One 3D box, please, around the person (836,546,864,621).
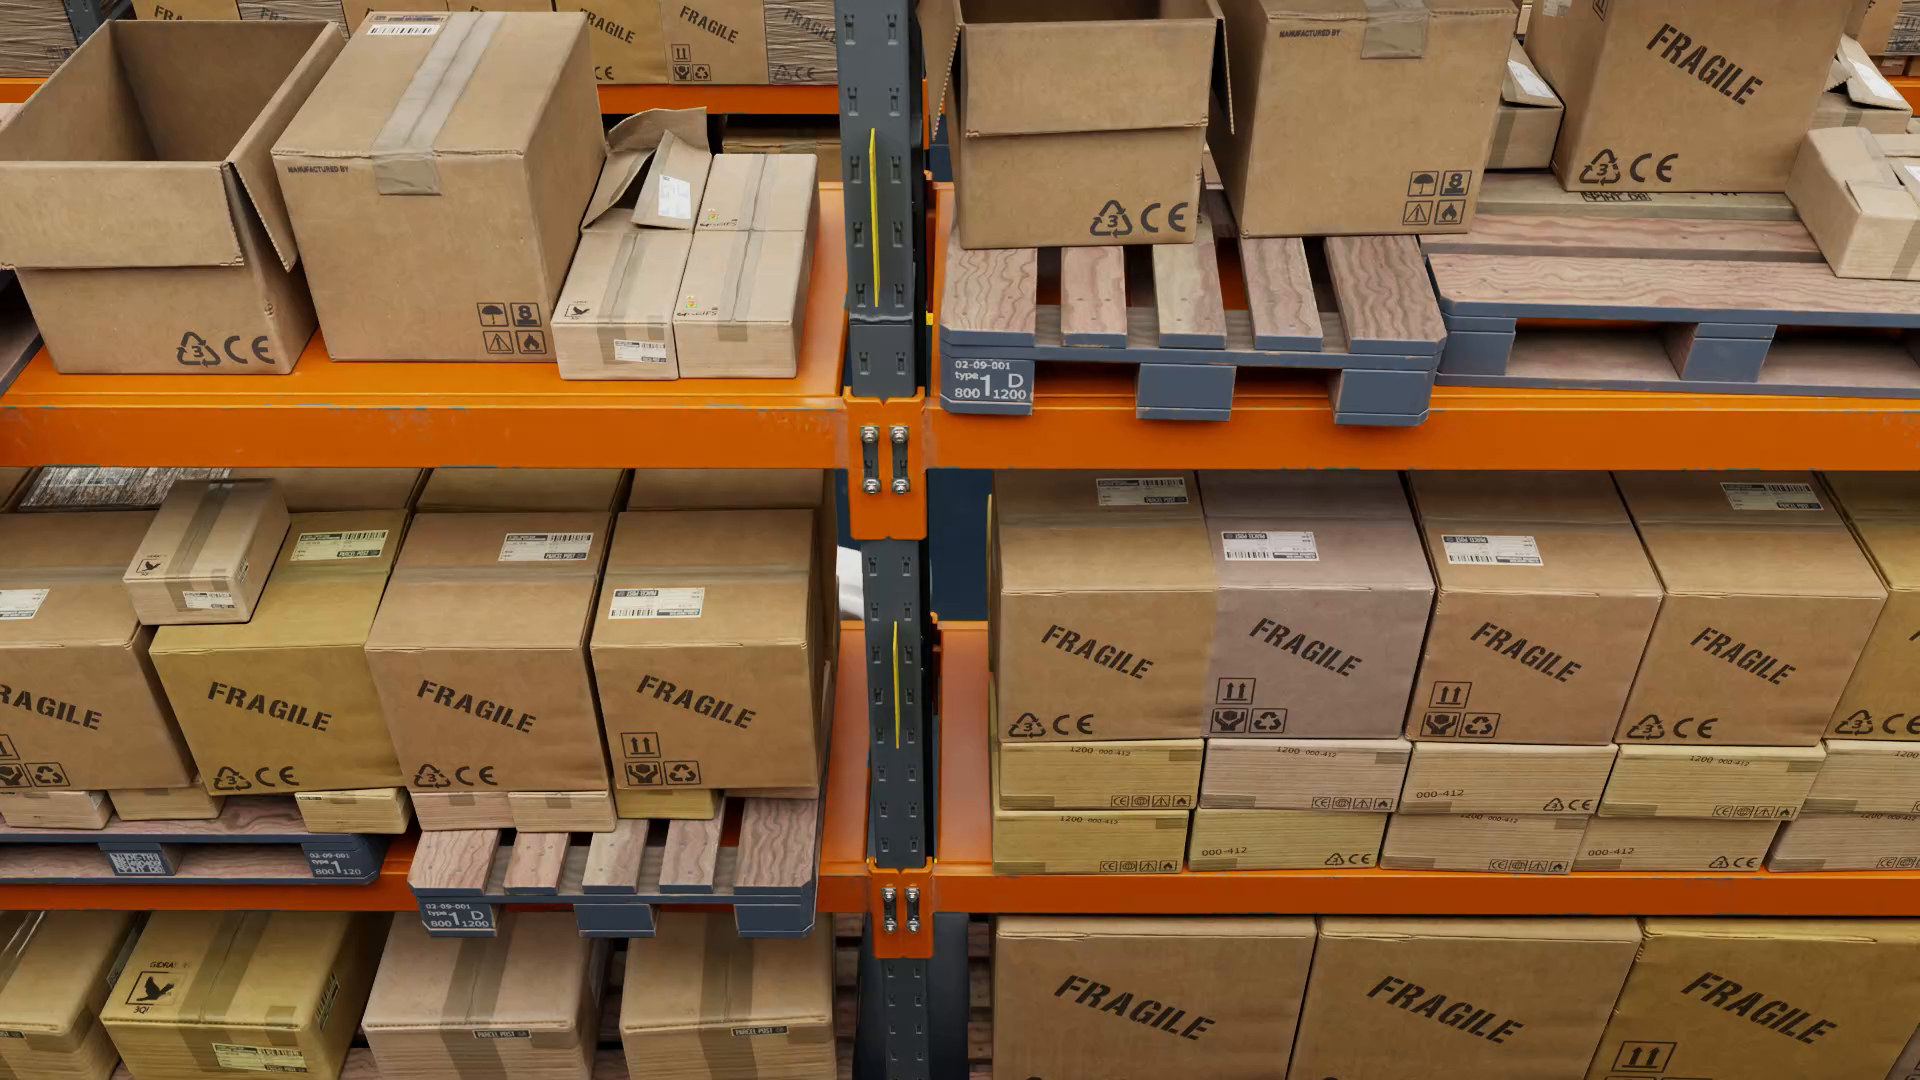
[{"bbox_3d":[-0.606,0.374,6.507,0.923,0.905,0.539,-2,39,-3],"label":"person"}]
